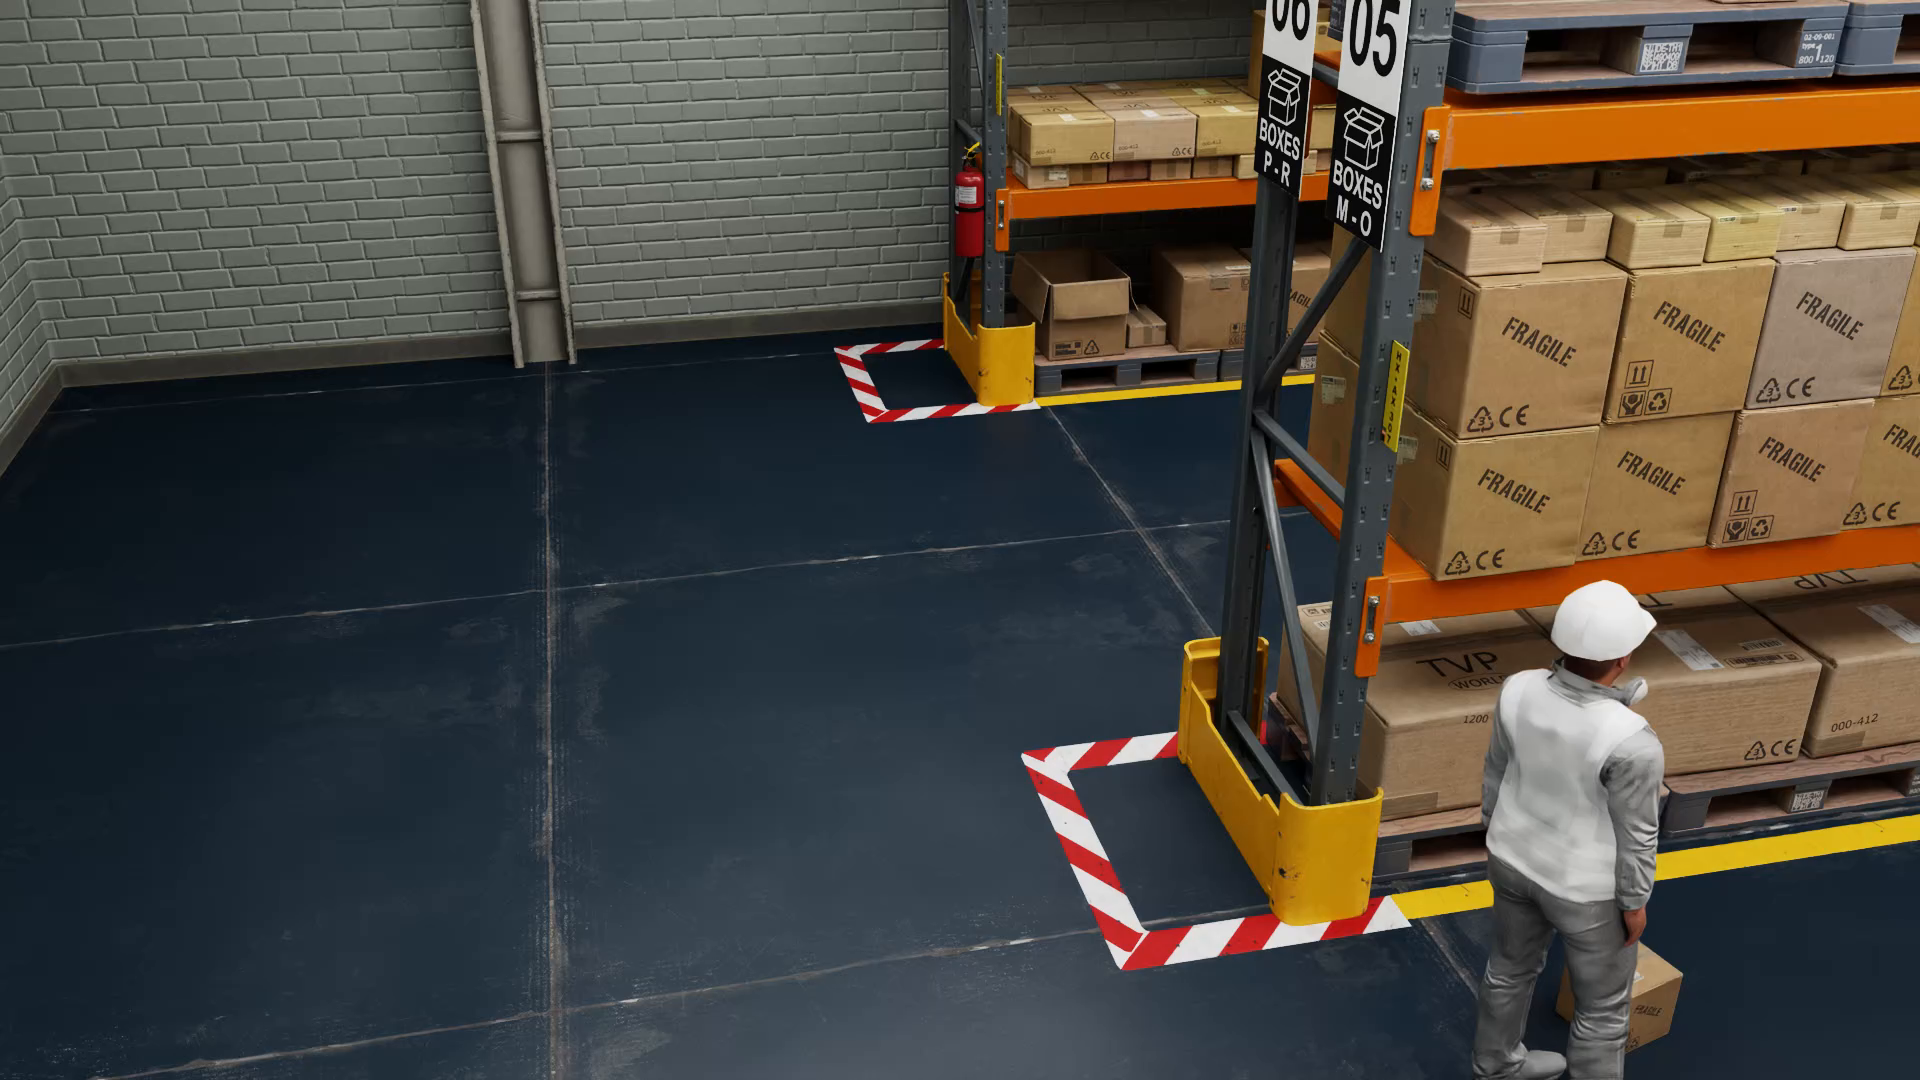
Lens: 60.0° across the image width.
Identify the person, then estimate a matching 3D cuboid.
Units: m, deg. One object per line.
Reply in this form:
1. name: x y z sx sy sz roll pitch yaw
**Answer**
1. person: 1.755 0.929 4.713 0.394 1.778 0.632 -16 31 -29
